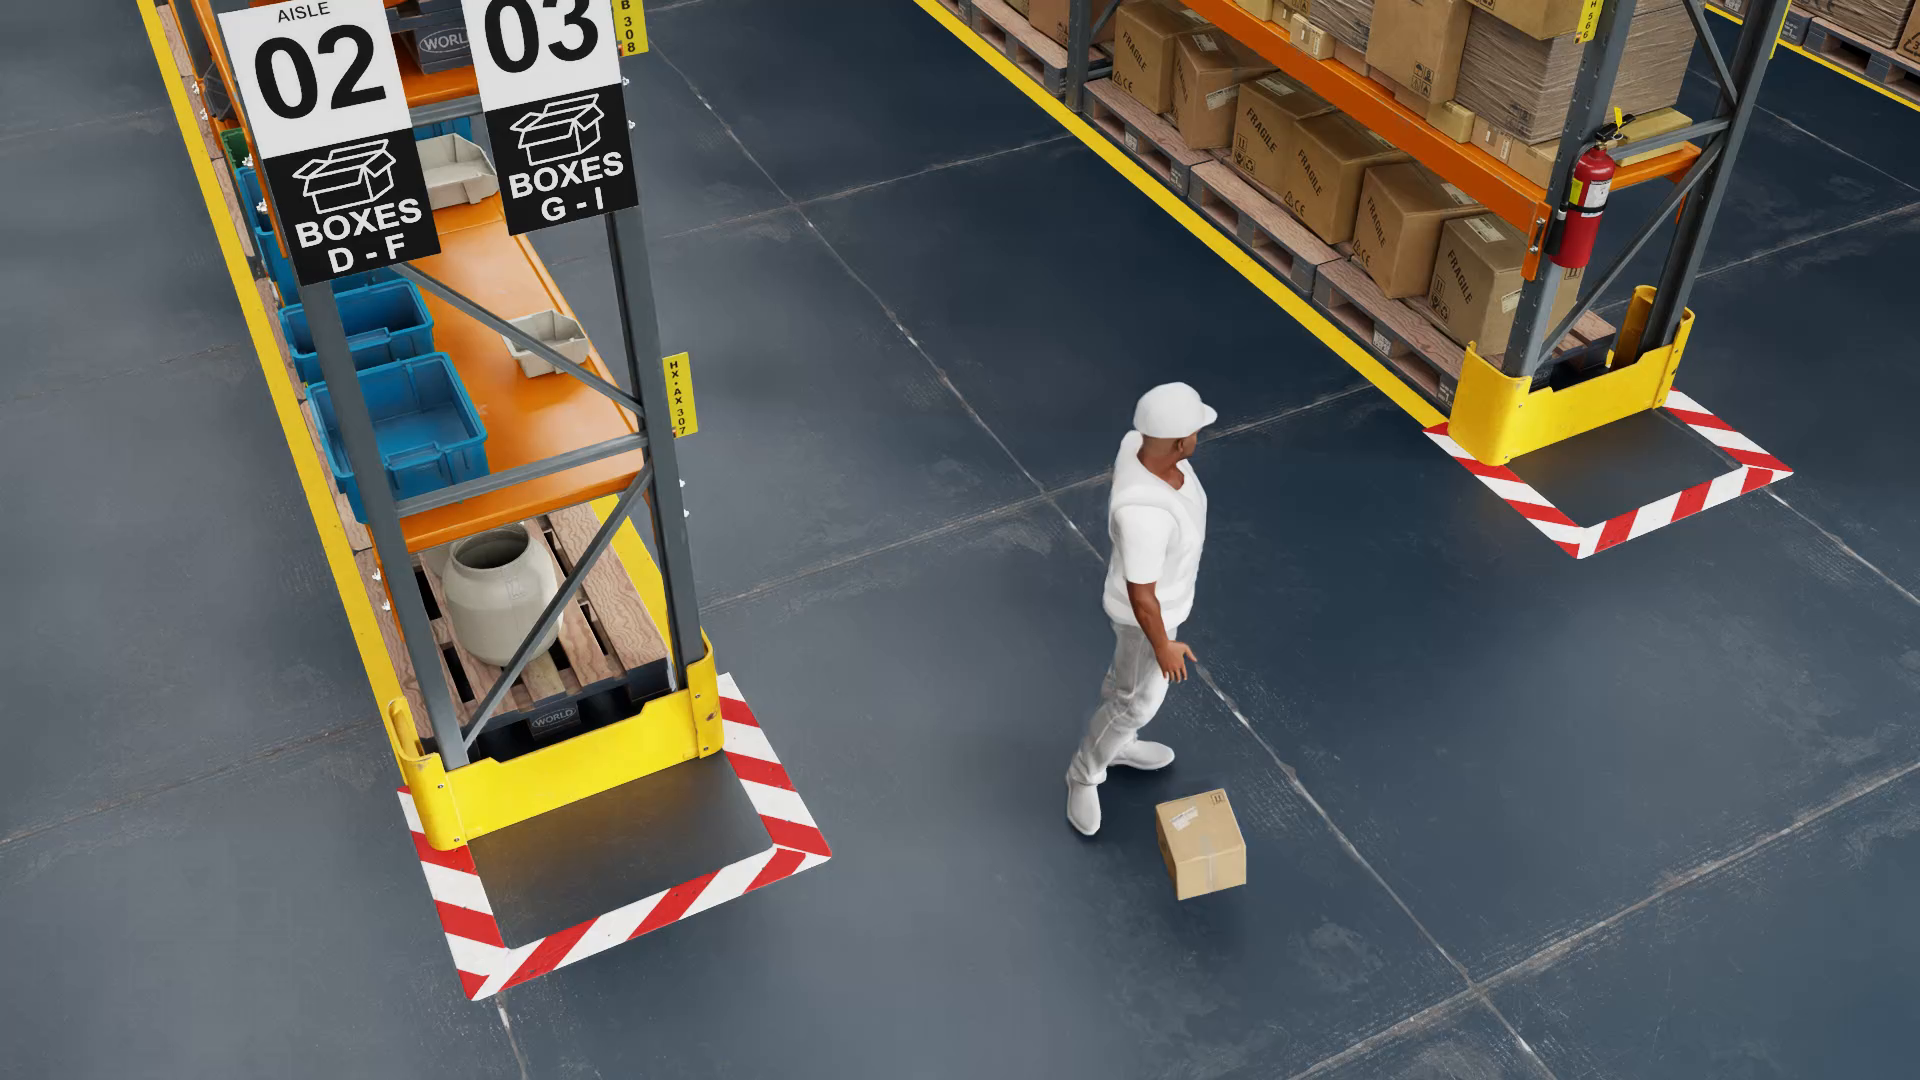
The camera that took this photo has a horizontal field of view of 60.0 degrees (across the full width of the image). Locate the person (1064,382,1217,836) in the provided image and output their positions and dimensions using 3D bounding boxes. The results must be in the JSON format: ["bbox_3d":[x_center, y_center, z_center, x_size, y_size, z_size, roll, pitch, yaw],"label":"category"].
[{"bbox_3d":[0.638,0.234,5.845,0.440,1.765,0.703,8,42,10],"label":"person"}]
